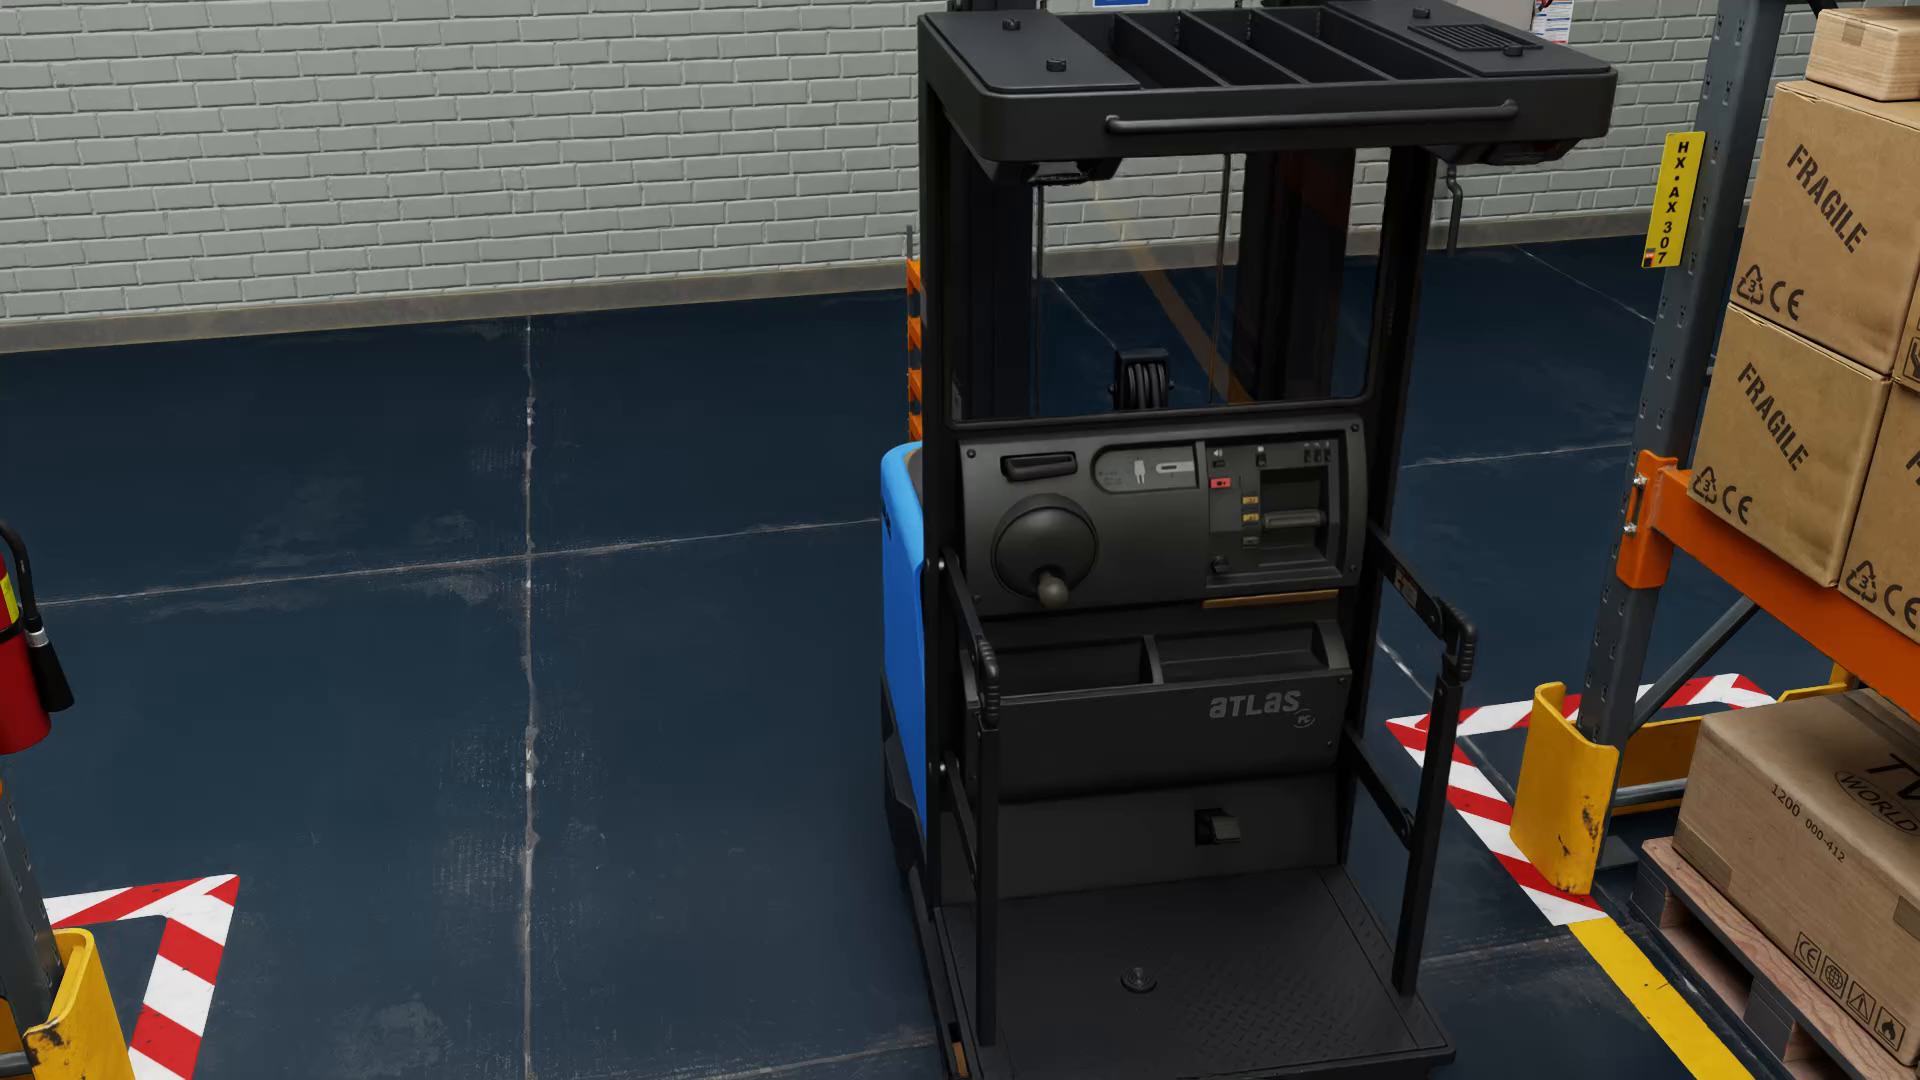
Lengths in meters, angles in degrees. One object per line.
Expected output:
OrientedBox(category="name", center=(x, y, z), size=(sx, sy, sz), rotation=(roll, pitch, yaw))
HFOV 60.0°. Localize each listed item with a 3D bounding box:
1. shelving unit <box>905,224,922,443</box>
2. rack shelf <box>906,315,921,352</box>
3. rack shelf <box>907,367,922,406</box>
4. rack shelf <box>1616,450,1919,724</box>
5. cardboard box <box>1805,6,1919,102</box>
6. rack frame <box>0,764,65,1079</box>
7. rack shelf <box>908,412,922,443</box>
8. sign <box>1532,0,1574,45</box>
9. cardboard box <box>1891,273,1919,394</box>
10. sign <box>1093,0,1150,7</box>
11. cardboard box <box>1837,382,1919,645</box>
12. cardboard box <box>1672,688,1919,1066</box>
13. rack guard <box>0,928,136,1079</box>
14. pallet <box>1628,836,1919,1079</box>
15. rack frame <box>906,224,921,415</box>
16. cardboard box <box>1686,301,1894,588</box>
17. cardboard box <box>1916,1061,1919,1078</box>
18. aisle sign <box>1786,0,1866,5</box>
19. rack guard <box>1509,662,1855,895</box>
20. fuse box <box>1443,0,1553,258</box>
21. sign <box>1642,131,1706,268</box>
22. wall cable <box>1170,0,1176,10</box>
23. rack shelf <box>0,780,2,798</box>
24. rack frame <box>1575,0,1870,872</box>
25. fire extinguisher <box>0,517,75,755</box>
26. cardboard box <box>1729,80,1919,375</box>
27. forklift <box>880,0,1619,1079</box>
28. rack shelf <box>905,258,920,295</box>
OrientedBox(category="shelving unit", center=(-0.037, -0.608, 6.624), size=(0.258, 1.200, 0.503), rotation=(-6, 27, -12))
OrientedBox(category="rack shelf", center=(-0.037, -0.748, 6.553), size=(0.258, 0.148, 0.480), rotation=(-6, 27, -12))
OrientedBox(category="rack shelf", center=(-0.037, -0.548, 6.654), size=(0.258, 0.148, 0.480), rotation=(-6, 27, -12))
OrientedBox(category="rack shelf", center=(2.700, 0.755, 2.723), size=(1.077, 0.370, 4.000), rotation=(-6, 27, -12))
OrientedBox(category="cardboard box", center=(2.060, -1.041, 3.542), size=(0.380, 0.149, 0.250), rotation=(-5, 27, -11))
OrientedBox(category="rack frame", center=(-2.554, 0.103, 3.216), size=(0.949, 2.616, 0.053), rotation=(-6, 27, -12))
OrientedBox(category="rack shelf", center=(-0.037, -0.371, 6.743), size=(0.258, 0.148, 0.480), rotation=(-6, 27, -12))
OrientedBox(category="sign", center=(3.470, -3.165, 9.797), size=(0.329, 0.494, 0.001), rotation=(-6, 27, -12))
OrientedBox(category="cardboard box", center=(2.203, -0.469, 3.130), size=(0.500, 0.500, 0.500), rotation=(-7, 28, -13))
OrientedBox(category="sign", center=(0.895, -3.060, 9.183), size=(0.327, 0.218, 0.001), rotation=(-6, 27, -12))
OrientedBox(category="cardboard box", center=(2.219, -0.030, 3.369), size=(0.500, 0.500, 0.500), rotation=(-6, 27, -12))
OrientedBox(category="cardboard box", center=(2.496, 0.792, 4.230), size=(0.875, 0.438, 0.875), rotation=(-7, 28, -13))
OrientedBox(category="rack guard", center=(-2.533, 1.252, 3.714), size=(1.175, 0.500, 0.348), rotation=(-6, 27, -12))
OrientedBox(category="pallet", center=(2.506, 1.144, 4.250), size=(1.003, 0.211, 1.213), rotation=(-6, 27, -12))
OrientedBox(category="rack frame", center=(-0.092, -0.715, 6.836), size=(0.240, 1.200, 0.015), rotation=(-6, 27, -12))
OrientedBox(category="cardboard box", center=(2.078, -0.249, 3.803), size=(0.500, 0.500, 0.500), rotation=(-6, 27, -12))
OrientedBox(category="cardboard box", center=(2.710, 1.193, 3.435), size=(0.875, 0.438, 0.875), rotation=(-5, 27, -10))
OrientedBox(category="aisle sign", center=(1.951, -1.607, 3.719), size=(0.394, 0.787, 0.004), rotation=(-6, 27, -12))
OrientedBox(category="rack guard", center=(2.244, 0.661, 4.885), size=(1.175, 0.500, 0.348), rotation=(-6, 27, -12))
OrientedBox(category="fuse box", center=(3.036, -2.491, 9.787), size=(0.539, 1.711, 0.414), rotation=(-6, 27, -12))
OrientedBox(category="sign", center=(1.707, -0.812, 3.982), size=(0.100, 0.325, 0.005), rotation=(-6, 27, -12))
OrientedBox(category="wall cable", center=(0.956, -3.385, 8.965), size=(0.585, 1.953, 0.123), rotation=(-6, 27, -12))
OrientedBox(category="rack shelf", center=(-2.100, 1.302, 1.640), size=(1.077, 0.370, 4.000), rotation=(-6, 27, -12))
OrientedBox(category="rack frame", center=(2.250, -0.444, 4.301), size=(1.000, 3.000, 0.127), rotation=(-6, 27, -12))
OrientedBox(category="fire extinguisher", center=(-2.158, 0.147, 3.630), size=(0.296, 0.674, 0.183), rotation=(-6, 27, -12))
OrientedBox(category="cardboard box", center=(2.080, -0.695, 3.578), size=(0.500, 0.500, 0.500), rotation=(-7, 28, -13))
OrientedBox(category="forklift", center=(0.500, -0.023, 3.542), size=(1.130, 2.935, 3.031), rotation=(-4, 27, -8))
OrientedBox(category="rack shelf", center=(-0.037, -0.959, 6.447), size=(0.258, 0.148, 0.480), rotation=(-6, 27, -12))
